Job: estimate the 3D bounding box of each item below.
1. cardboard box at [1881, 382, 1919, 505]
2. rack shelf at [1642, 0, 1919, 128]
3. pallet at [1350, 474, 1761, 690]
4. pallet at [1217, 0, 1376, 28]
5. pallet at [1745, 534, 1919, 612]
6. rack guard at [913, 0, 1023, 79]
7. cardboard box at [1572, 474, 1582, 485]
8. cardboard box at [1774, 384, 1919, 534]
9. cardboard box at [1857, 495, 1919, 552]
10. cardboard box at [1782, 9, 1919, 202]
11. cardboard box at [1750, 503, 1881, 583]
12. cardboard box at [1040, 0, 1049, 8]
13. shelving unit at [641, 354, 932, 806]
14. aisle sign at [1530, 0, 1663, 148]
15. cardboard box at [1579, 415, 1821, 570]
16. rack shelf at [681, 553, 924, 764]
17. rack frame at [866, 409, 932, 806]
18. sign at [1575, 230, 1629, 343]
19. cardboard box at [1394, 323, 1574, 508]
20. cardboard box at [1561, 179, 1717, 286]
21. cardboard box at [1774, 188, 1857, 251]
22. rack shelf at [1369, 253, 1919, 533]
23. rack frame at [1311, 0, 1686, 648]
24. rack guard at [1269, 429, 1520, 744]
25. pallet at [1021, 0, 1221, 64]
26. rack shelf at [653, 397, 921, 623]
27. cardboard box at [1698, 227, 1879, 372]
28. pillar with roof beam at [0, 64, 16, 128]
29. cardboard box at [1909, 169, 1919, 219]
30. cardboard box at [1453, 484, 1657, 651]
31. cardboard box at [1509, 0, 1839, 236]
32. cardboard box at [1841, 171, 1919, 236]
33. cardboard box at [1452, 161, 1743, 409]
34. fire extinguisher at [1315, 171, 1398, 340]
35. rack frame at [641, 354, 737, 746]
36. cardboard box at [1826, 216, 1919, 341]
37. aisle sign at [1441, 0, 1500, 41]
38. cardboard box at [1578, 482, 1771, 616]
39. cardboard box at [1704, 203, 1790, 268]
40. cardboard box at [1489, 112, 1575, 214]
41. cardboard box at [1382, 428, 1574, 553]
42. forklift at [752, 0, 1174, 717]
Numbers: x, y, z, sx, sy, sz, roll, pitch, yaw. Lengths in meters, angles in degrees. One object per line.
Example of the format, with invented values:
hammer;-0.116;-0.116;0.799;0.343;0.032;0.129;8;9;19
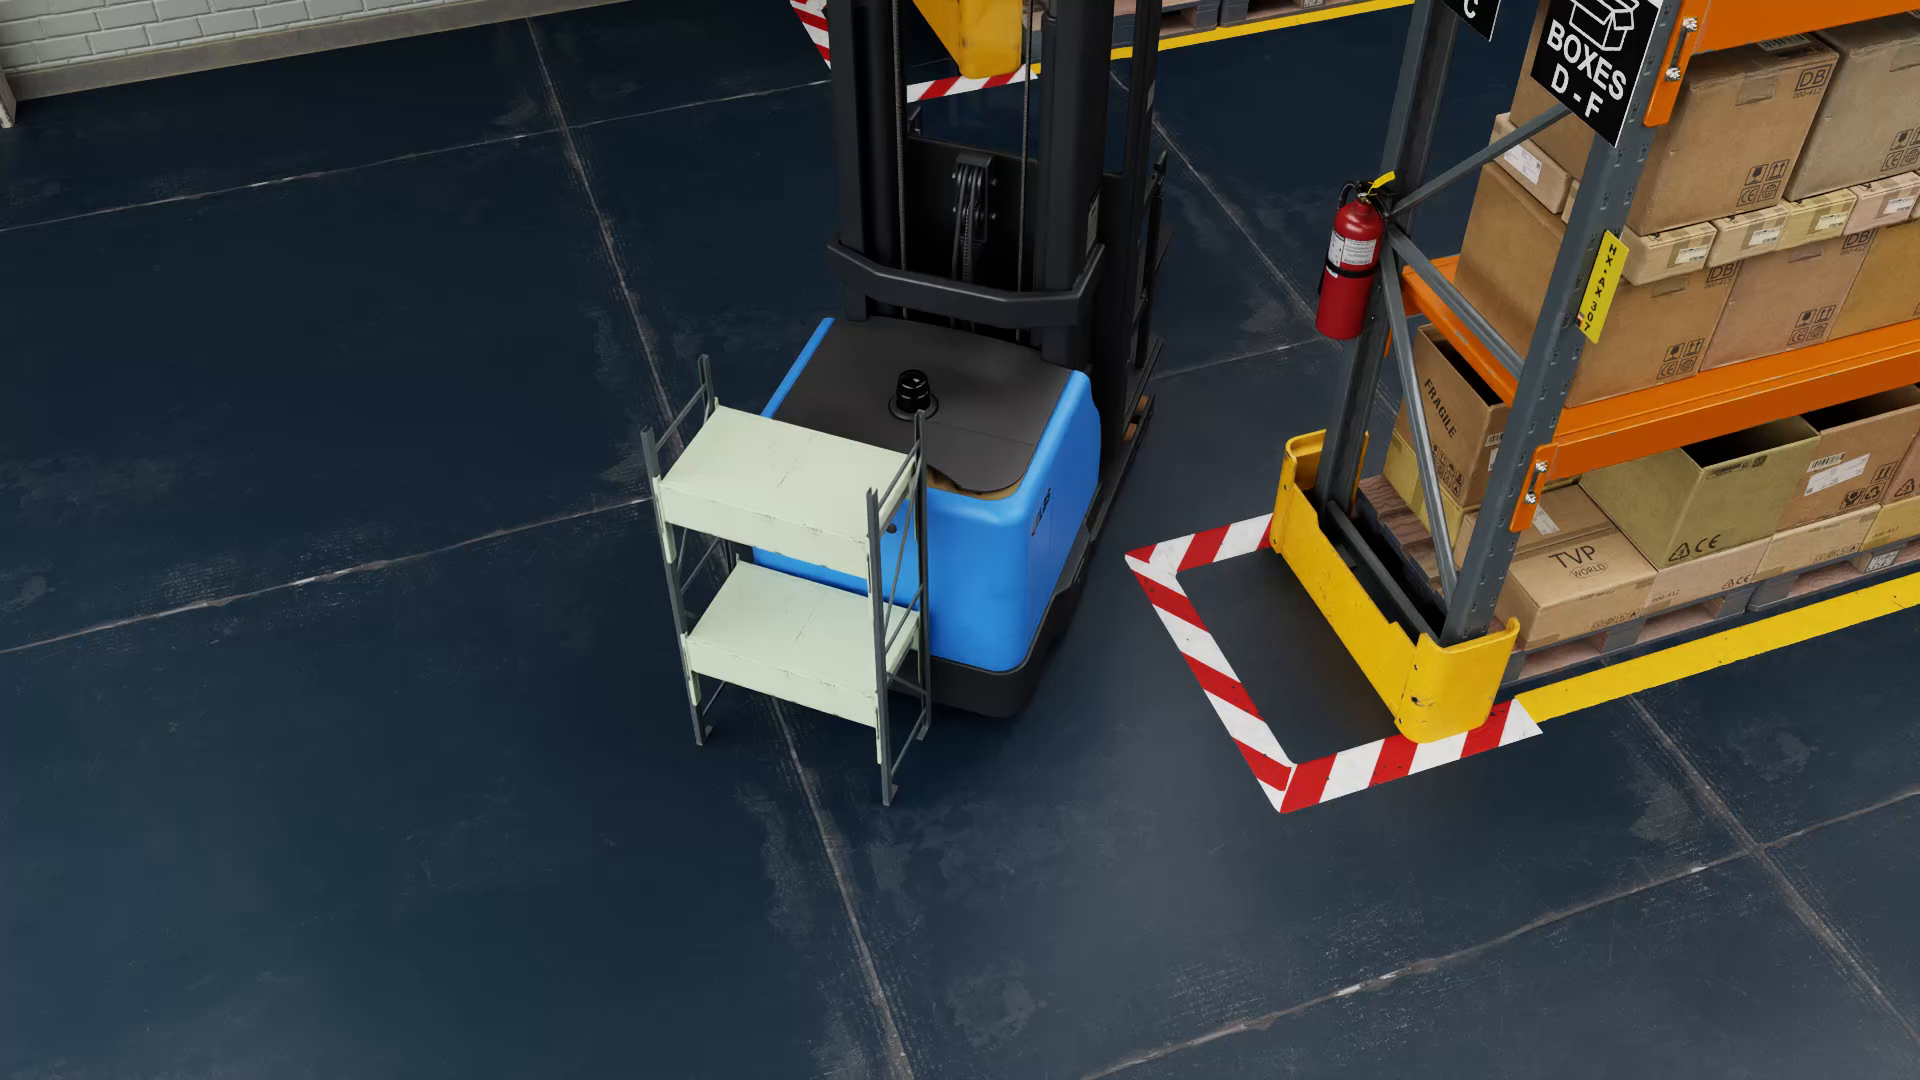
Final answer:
cardboard box;3.610;-0.528;6.274;0.500;0.500;0.500;-14;47;-14
rack shelf;3.500;-2.032;5.047;4.000;0.370;1.077;-14;47;-14
pallet;2.323;0.027;6.574;1.213;0.211;1.003;-14;47;-14
pallet;1.926;-3.541;10.131;1.213;0.211;1.003;-14;47;-14
pallet;3.469;-0.264;6.864;1.213;0.211;1.003;-14;47;-14
rack guard;0.004;-3.181;9.567;0.348;0.500;1.175;-14;47;-14
cardboard box;2.489;-0.377;6.653;0.500;0.250;0.500;-14;47;-14
cardboard box;3.134;-0.419;6.165;0.500;0.500;0.500;-14;47;-14
cardboard box;3.610;-0.264;6.540;0.500;0.250;0.500;-14;47;-14
cardboard box;2.604;-1.485;5.126;0.500;0.500;0.700;-15;47;-15
cardboard box;3.138;-0.147;6.423;0.500;0.250;0.500;-14;47;-14
cardboard box;0.614;-3.358;9.566;0.500;0.311;0.500;-19;48;-18
shelving unit;-0.528;0.174;5.517;0.755;1.500;0.431;15;47;15
aisle sign;1.661;-1.443;4.235;0.004;0.787;0.394;-14;47;-14
cardboard box;2.668;-0.290;6.037;0.500;0.500;0.500;-14;47;-14
rack shelf;-0.528;0.404;5.748;0.720;0.370;0.431;15;47;15
rack frame;-0.187;0.268;5.424;0.023;1.500;0.400;15;47;15
sign;1.801;-0.708;4.671;0.005;0.325;0.100;-14;47;-14
cardboard box;2.022;-0.515;6.261;0.500;0.500;0.500;-14;47;-14
cardboard box;2.061;-0.961;5.061;0.250;0.149;0.380;-15;47;-14
cardboard box;2.543;-1.085;5.185;0.250;0.149;0.380;-14;47;-14
rack shelf;3.500;-0.973;6.110;4.000;0.370;1.077;-14;47;-14
rack frame;1.618;-0.746;5.375;0.127;3.000;1.000;-14;47;-14
rack guard;1.596;0.143;6.255;0.348;0.500;1.175;-14;47;-14
pallet;0.781;-3.251;9.841;1.213;0.211;1.003;-14;47;-14
rack shelf;-0.528;-0.101;5.241;0.720;0.370;0.431;15;47;15
cardboard box;2.554;-1.014;5.572;0.500;0.500;0.700;-13;47;-13
pillar with roof beam;-3.884;-2.596;2.984;0.400;9.000;9.100;-14;47;-14
cardboard box;3.031;-1.210;5.310;0.250;0.149;0.380;-16;47;-15
cardboard box;2.198;0.096;6.181;0.500;0.250;0.500;-14;47;-14
cardboard box;2.112;-1.355;4.997;0.500;0.500;0.700;-14;47;-14
cardboard box;2.781;-1.144;5.244;0.250;0.149;0.380;-15;47;-14
cardboard box;2.062;-0.885;5.443;0.500;0.500;0.700;-14;47;-14
fire extinguisher;1.349;-0.999;5.683;0.183;0.674;0.296;-14;47;-14
rack frame;-0.869;0.080;5.611;0.023;1.500;0.400;15;47;15
cardboard box;3.023;-1.130;5.688;0.500;0.500;0.700;-14;47;-14
aisle sign;1.457;-1.843;4.634;0.004;0.787;0.394;-14;47;-14
cardboard box;2.667;-0.027;6.304;0.500;0.250;0.500;-14;47;-14
cardboard box;2.308;-1.026;5.126;0.250;0.149;0.380;-15;47;-15
cardboard box;1.913;-1.229;5.328;0.250;0.149;0.380;-15;47;-15
cardboard box;2.022;-0.249;6.525;0.500;0.250;0.500;-14;47;-14
forklift;0.205;-1.457;6.133;1.130;2.935;3.031;14;47;13
